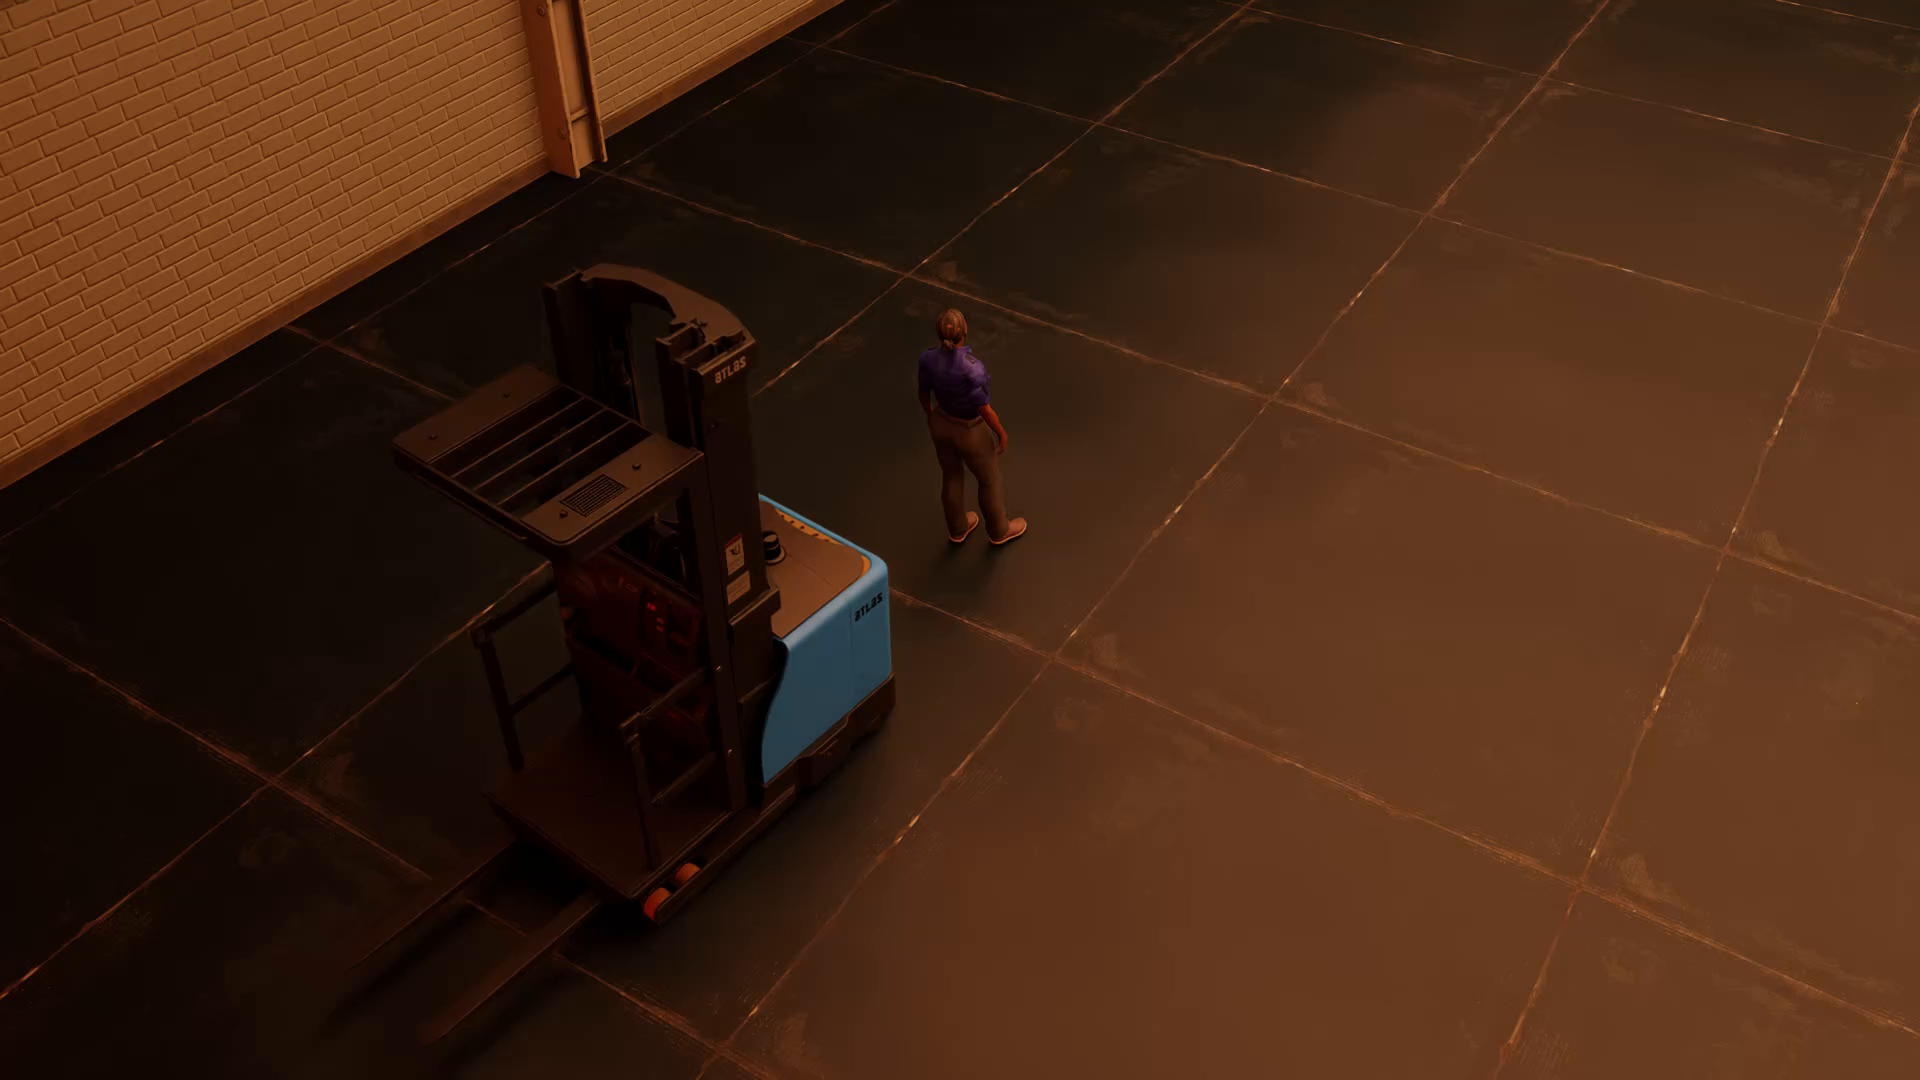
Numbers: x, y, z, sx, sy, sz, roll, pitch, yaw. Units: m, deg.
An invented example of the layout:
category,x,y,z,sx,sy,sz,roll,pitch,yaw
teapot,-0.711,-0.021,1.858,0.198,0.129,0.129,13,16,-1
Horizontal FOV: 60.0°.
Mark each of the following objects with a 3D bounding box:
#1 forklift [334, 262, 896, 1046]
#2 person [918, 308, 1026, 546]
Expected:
category,x,y,z,sx,sy,sz,roll,pitch,yaw
forklift,-1.661,0.365,7.536,1.130,2.935,3.031,27,47,28
person,0.064,-0.673,9.747,0.569,1.643,0.504,22,45,24
